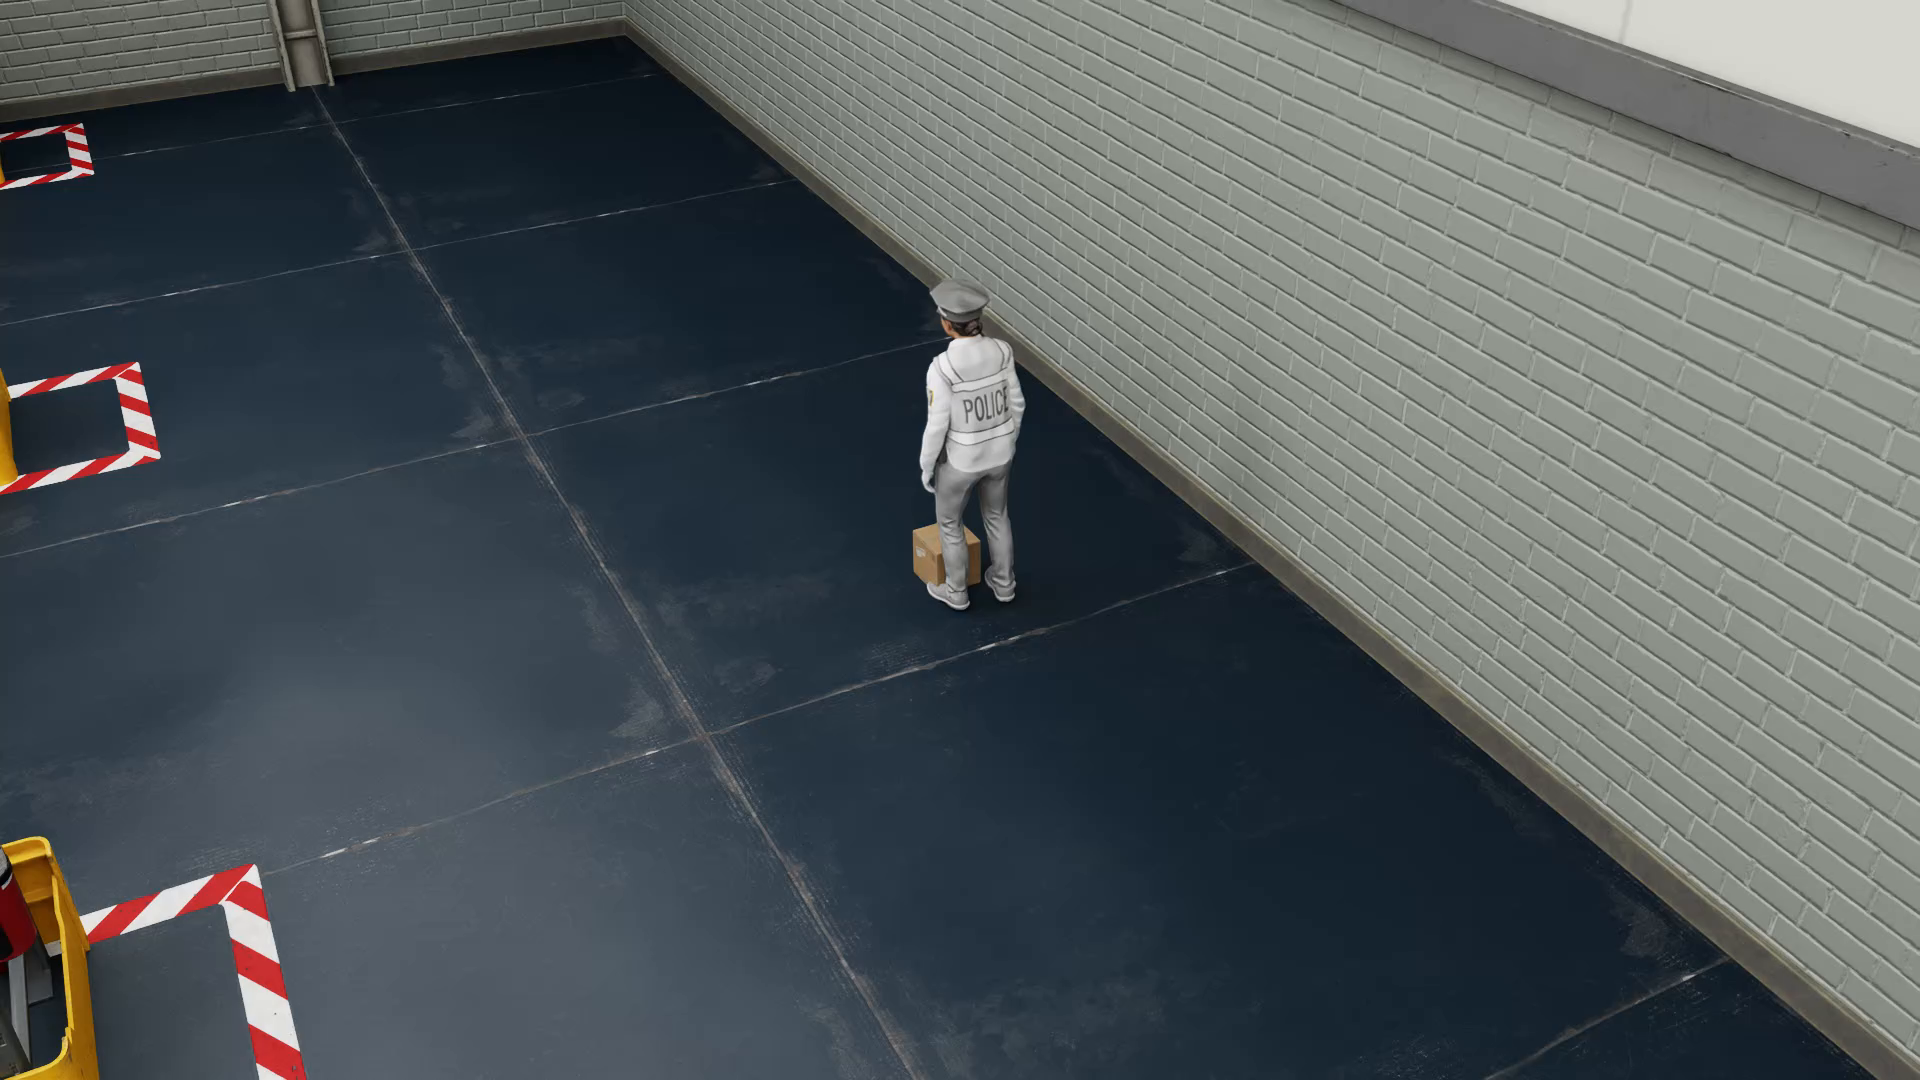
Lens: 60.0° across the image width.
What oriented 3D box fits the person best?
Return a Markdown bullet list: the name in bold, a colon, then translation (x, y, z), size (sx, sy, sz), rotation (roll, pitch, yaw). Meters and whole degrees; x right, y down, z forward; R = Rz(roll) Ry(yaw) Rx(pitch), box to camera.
- **person**: translation (0.040, -0.401, 7.749), size (0.539, 1.662, 0.415), rotation (-18, 37, -26)
